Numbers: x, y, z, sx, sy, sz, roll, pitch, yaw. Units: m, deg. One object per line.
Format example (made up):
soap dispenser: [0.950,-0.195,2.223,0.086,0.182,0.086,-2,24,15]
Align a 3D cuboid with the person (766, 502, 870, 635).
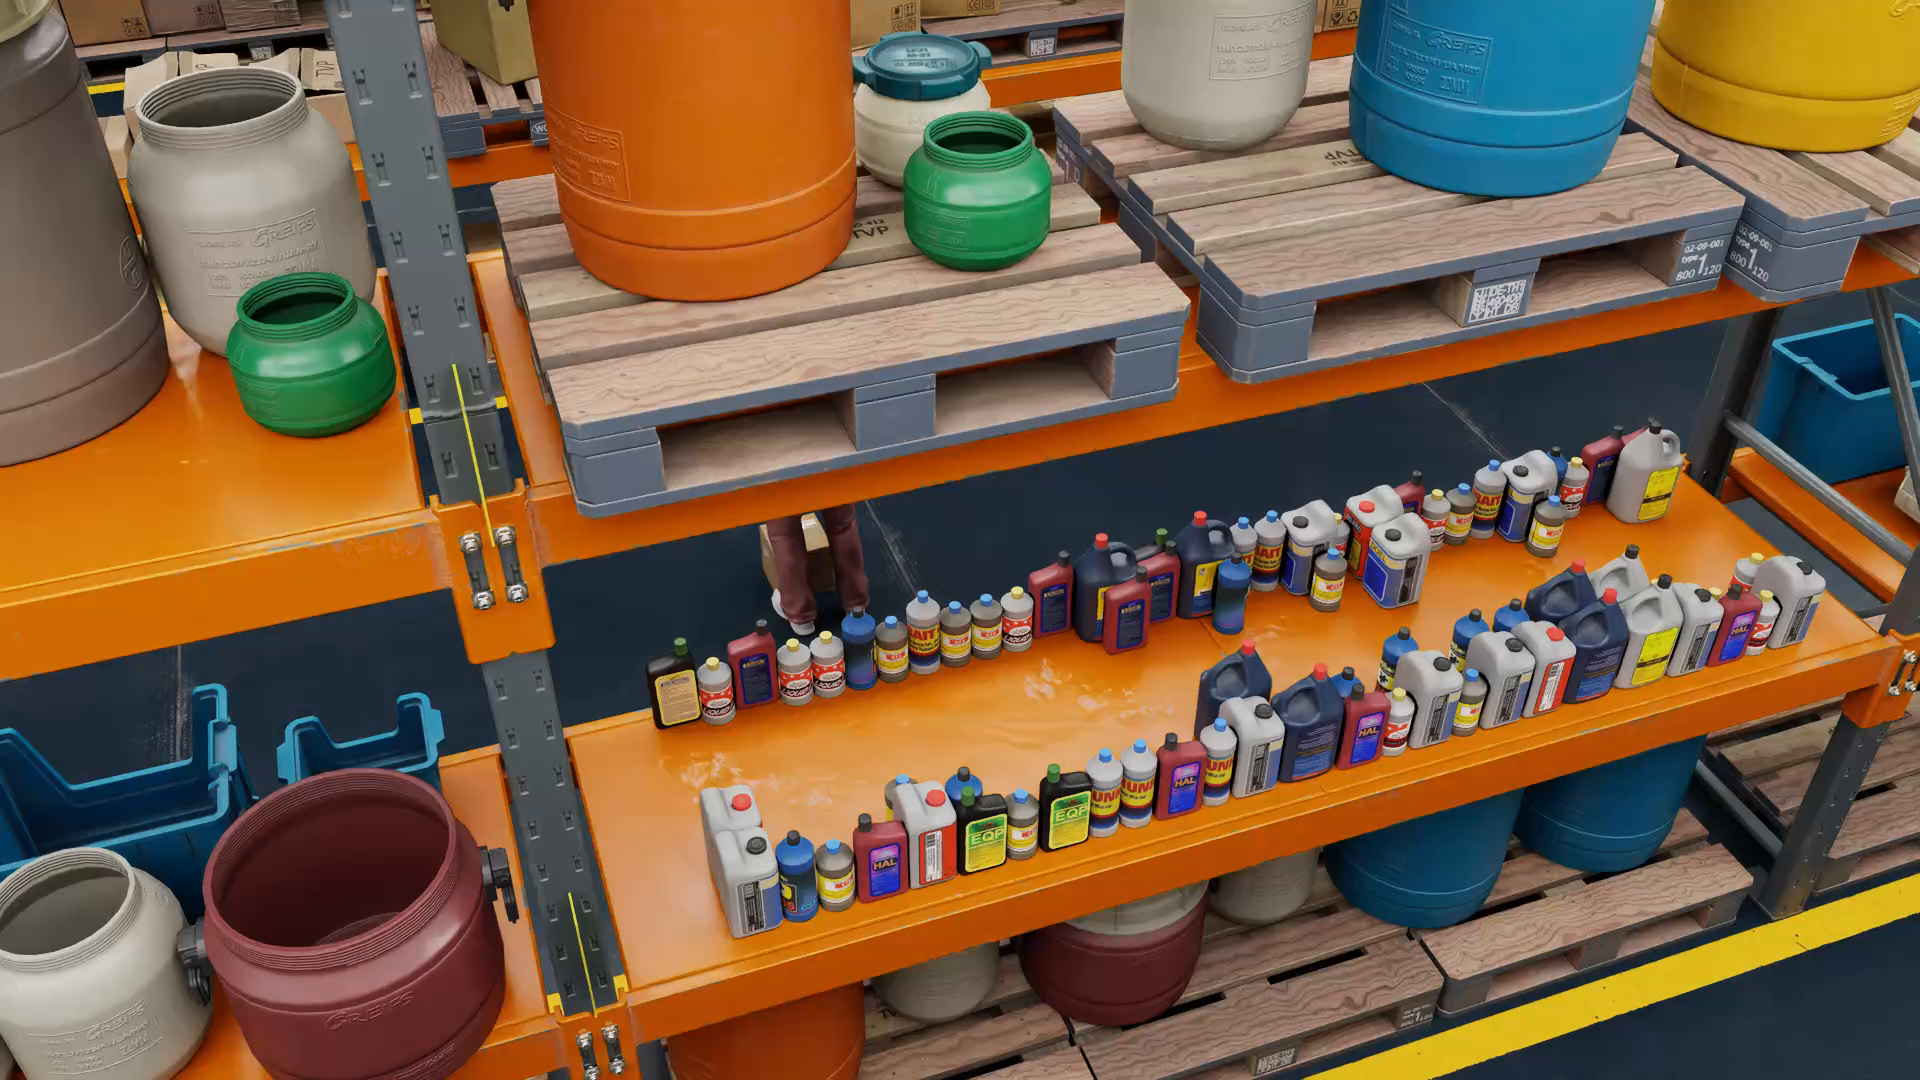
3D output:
person: [-0.617,-0.343,6.595,0.521,1.672,0.356,-15,40,-18]
